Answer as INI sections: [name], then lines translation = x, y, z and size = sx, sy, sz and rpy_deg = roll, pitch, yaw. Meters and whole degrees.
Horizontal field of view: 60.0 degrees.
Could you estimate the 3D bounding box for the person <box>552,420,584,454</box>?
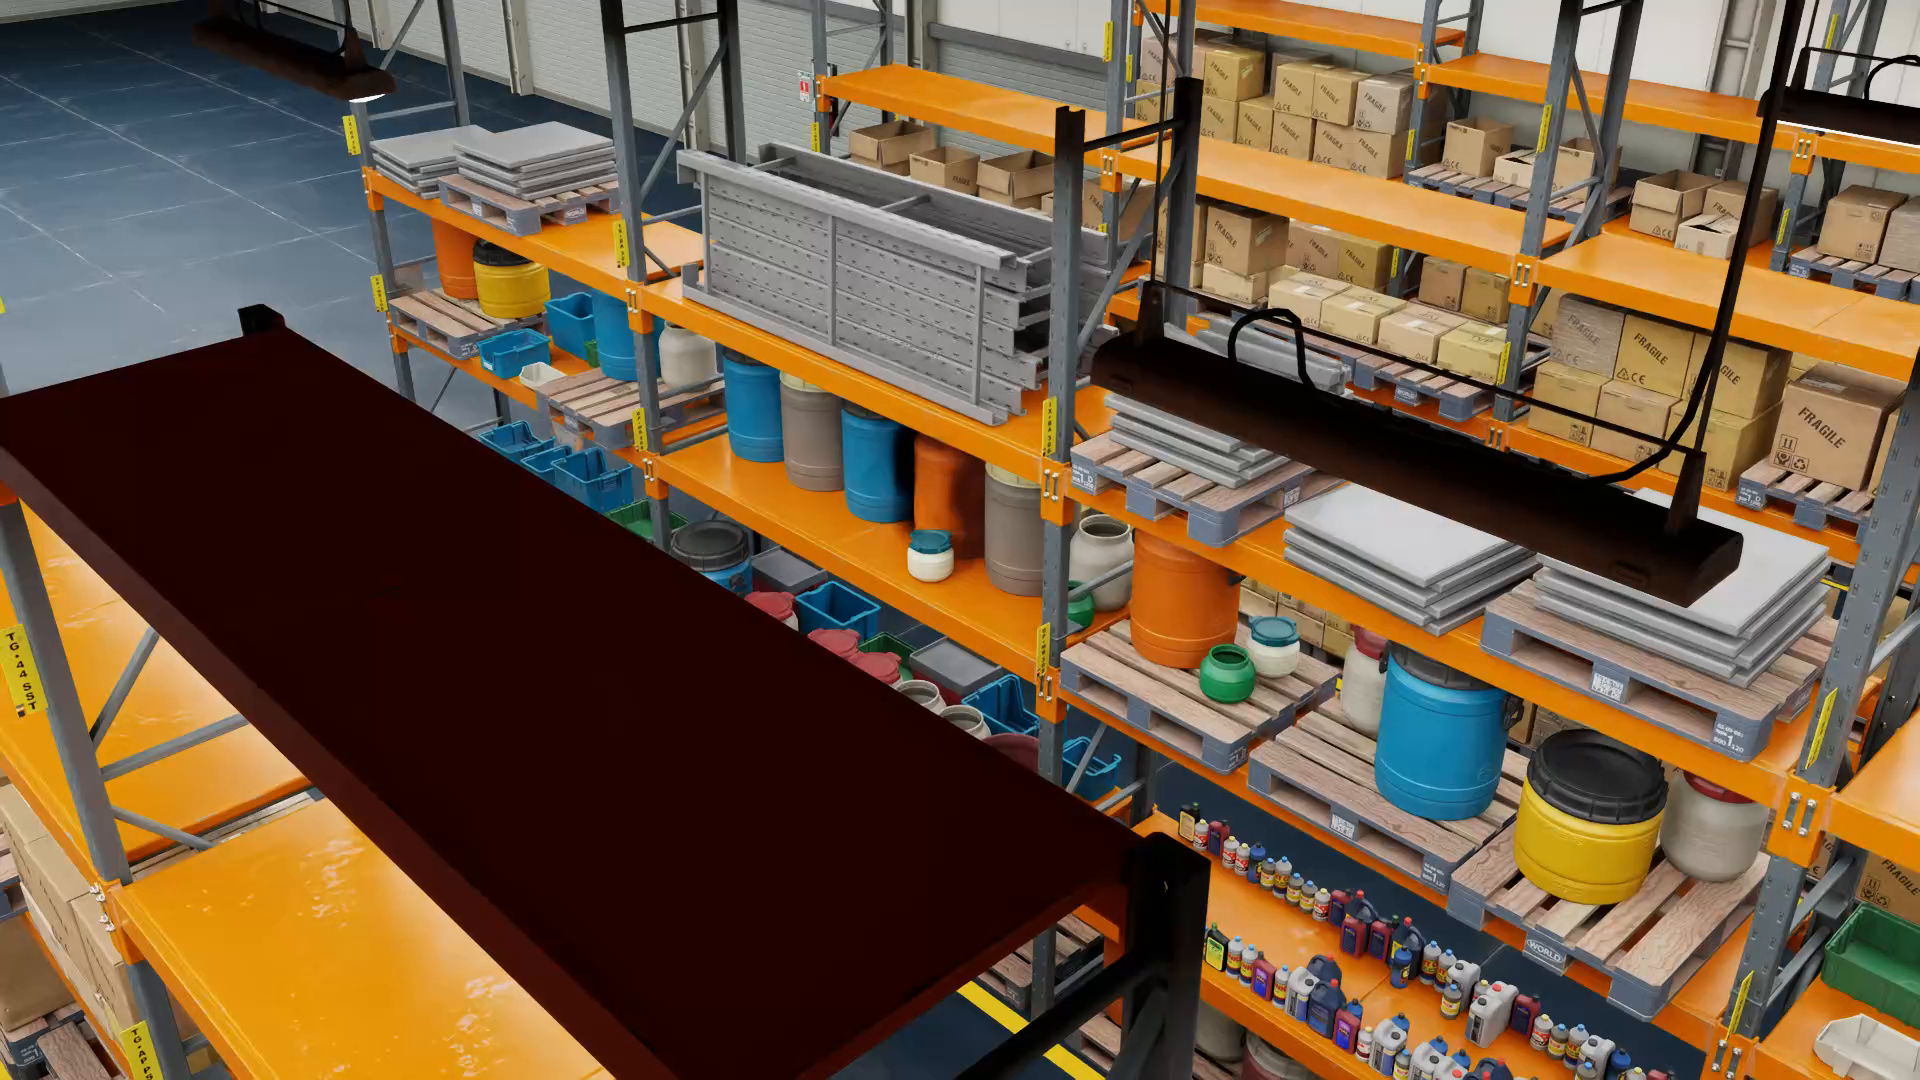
[person]
translation = -4.041, -0.952, 17.188
size = 0.432, 1.452, 0.484
rpy_deg = -21, 35, -34
